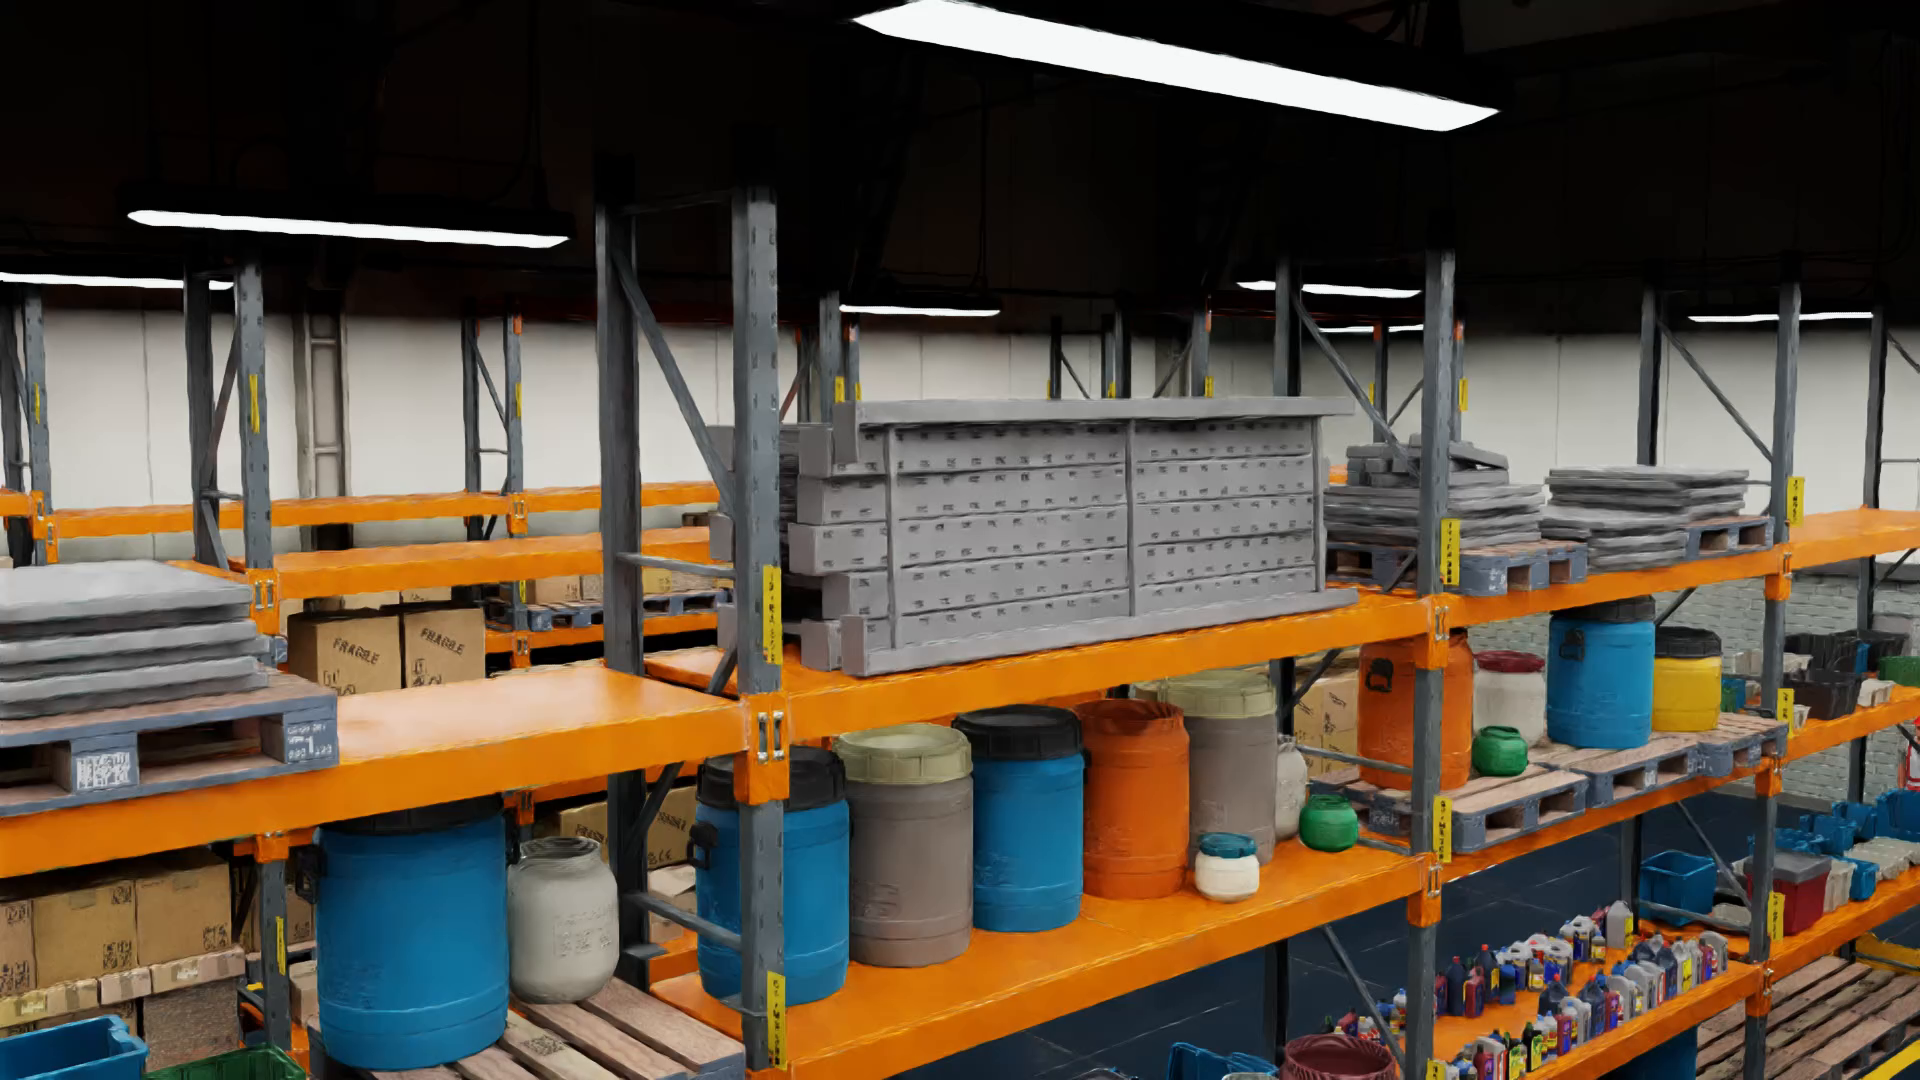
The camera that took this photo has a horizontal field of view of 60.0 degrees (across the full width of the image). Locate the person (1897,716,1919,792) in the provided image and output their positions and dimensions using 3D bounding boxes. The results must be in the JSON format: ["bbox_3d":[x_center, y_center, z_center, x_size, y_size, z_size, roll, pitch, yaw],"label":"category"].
[{"bbox_3d":[10.103,2.651,17.442,1.123,1.709,0.553,-4,7,-38],"label":"person"}]
